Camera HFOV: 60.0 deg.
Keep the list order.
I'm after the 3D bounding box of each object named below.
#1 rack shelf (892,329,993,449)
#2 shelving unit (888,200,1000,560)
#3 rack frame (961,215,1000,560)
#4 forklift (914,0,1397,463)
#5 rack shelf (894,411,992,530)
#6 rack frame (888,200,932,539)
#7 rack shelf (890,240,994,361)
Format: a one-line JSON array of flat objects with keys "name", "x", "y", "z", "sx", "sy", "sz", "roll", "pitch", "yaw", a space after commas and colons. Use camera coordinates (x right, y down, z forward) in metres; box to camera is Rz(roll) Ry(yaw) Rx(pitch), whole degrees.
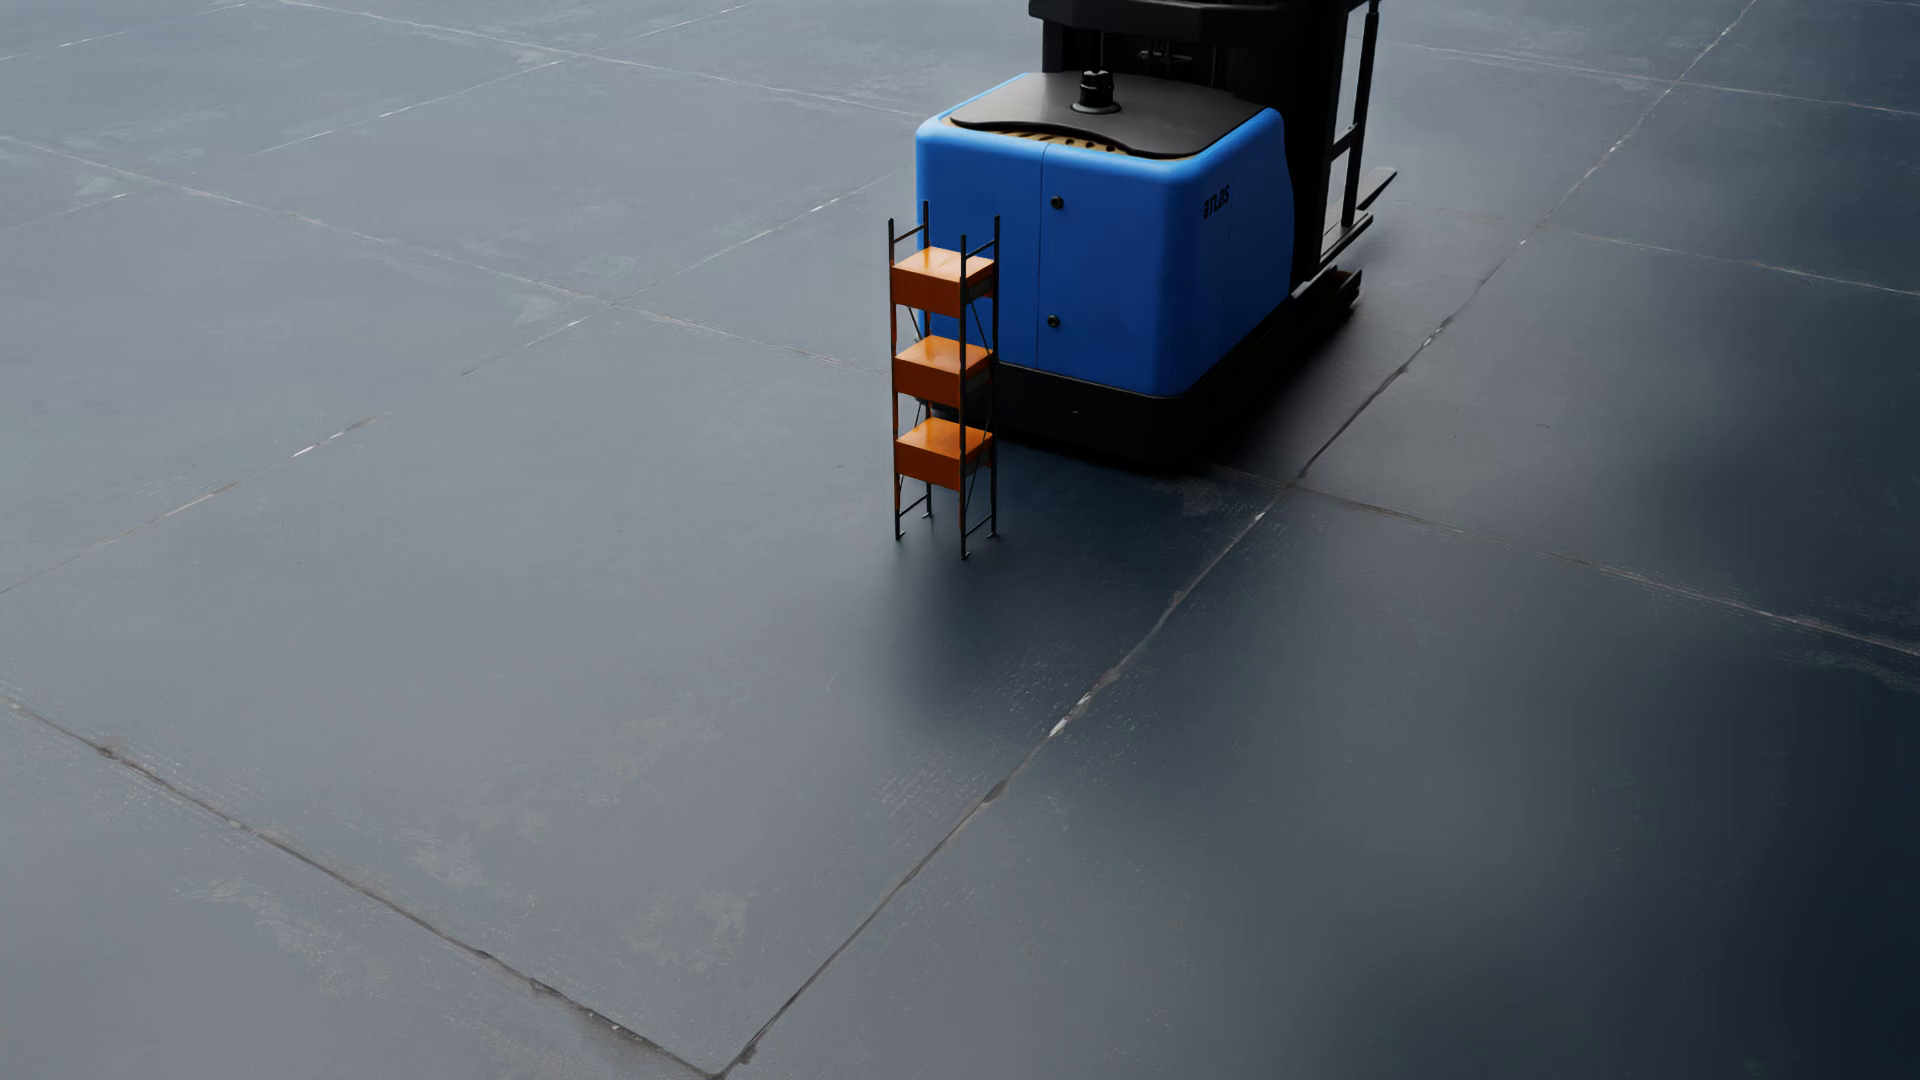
[{"name": "rack shelf", "x": -0.045, "y": -0.459, "z": 5.015, "sx": 0.240, "sy": 0.259, "sz": 0.215, "roll": 18, "pitch": 35, "yaw": 27}, {"name": "shelving unit", "x": -0.045, "y": -0.468, "z": 5.010, "sx": 0.252, "sy": 1.050, "sz": 0.215, "roll": 18, "pitch": 35, "yaw": 27}, {"name": "rack frame", "x": 0.058, "y": -0.435, "z": 4.954, "sx": 0.008, "sy": 1.050, "sz": 0.200, "roll": 18, "pitch": 35, "yaw": 27}, {"name": "forklift", "x": 1.003, "y": -2.232, "z": 6.168, "sx": 1.130, "sy": 2.935, "sz": 3.031, "roll": 16, "pitch": 34, "yaw": 25}, {"name": "rack shelf", "x": -0.045, "y": -0.219, "z": 5.155, "sx": 0.240, "sy": 0.259, "sz": 0.215, "roll": 18, "pitch": 35, "yaw": 27}, {"name": "rack frame", "x": -0.149, "y": -0.501, "z": 5.066, "sx": 0.008, "sy": 1.050, "sz": 0.200, "roll": 18, "pitch": 35, "yaw": 27}, {"name": "rack shelf", "x": -0.045, "y": -0.704, "z": 4.872, "sx": 0.240, "sy": 0.259, "sz": 0.215, "roll": 18, "pitch": 35, "yaw": 27}]
